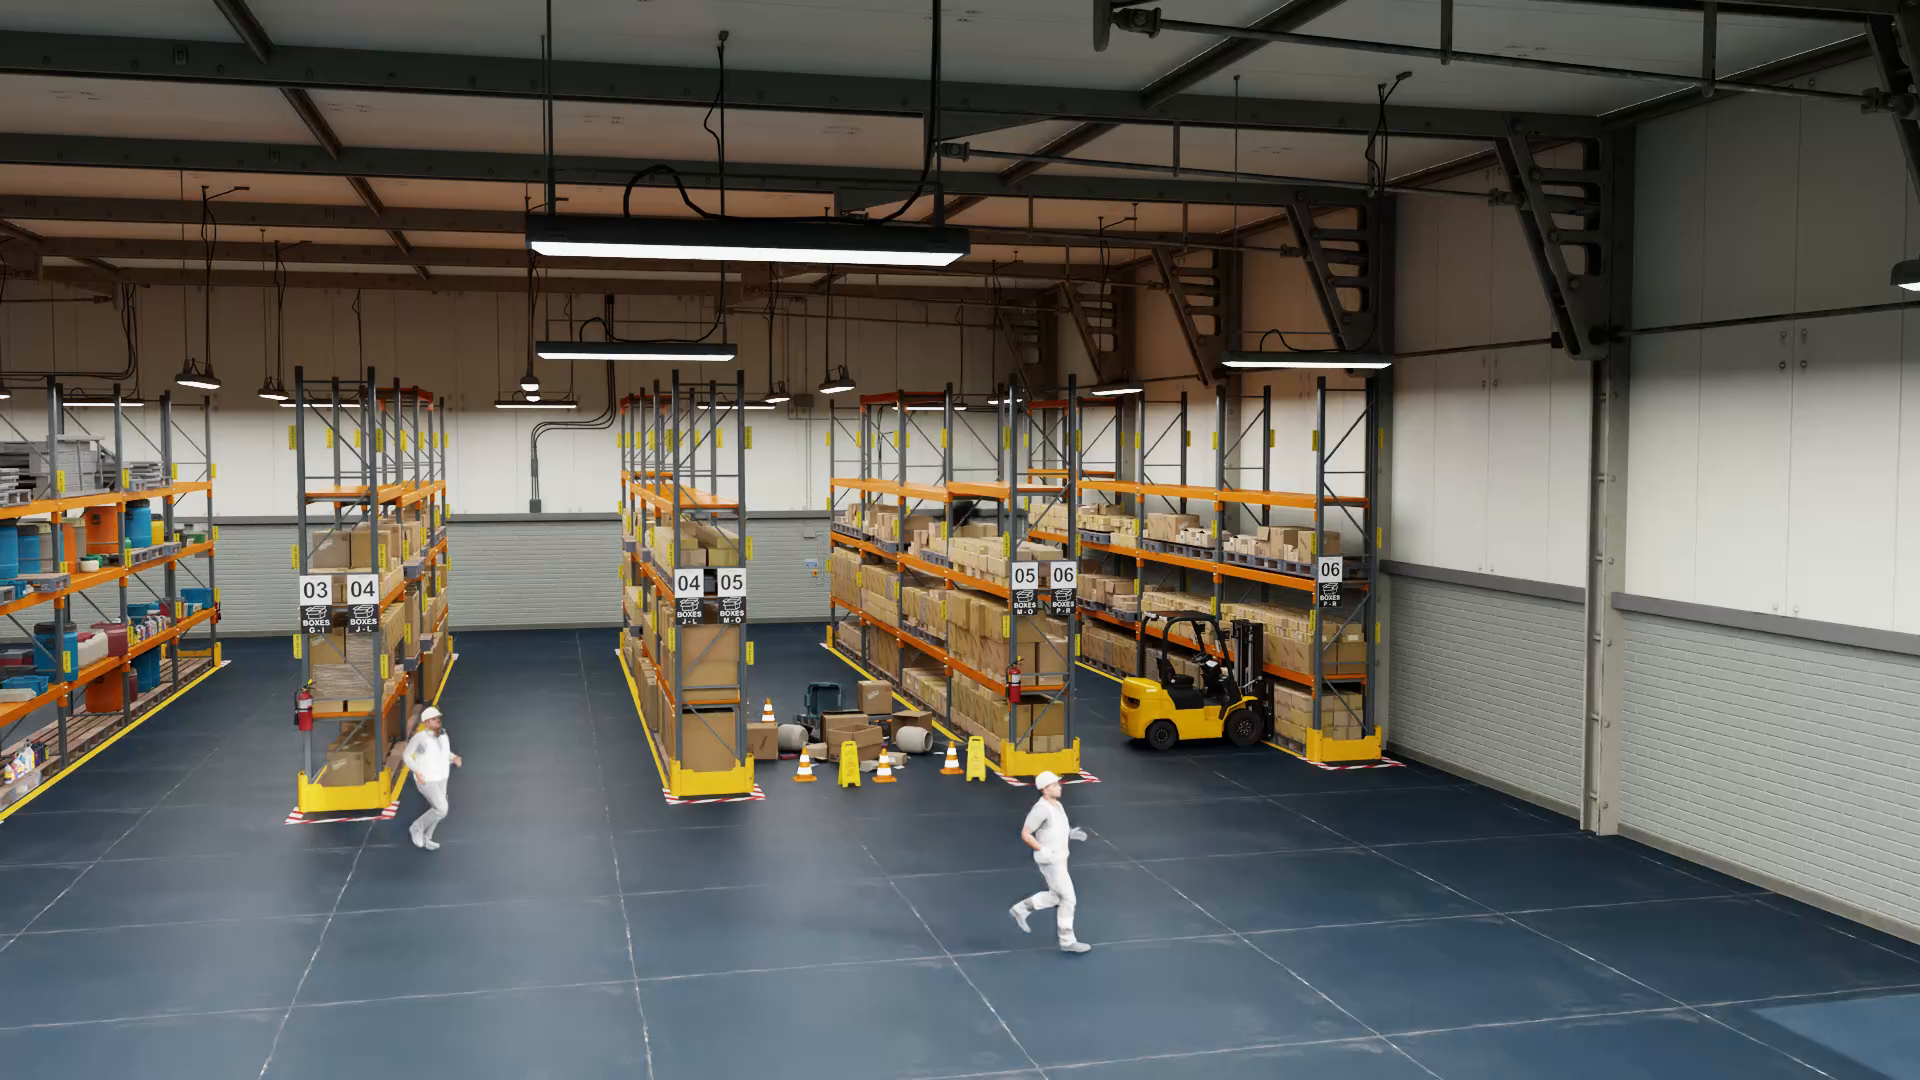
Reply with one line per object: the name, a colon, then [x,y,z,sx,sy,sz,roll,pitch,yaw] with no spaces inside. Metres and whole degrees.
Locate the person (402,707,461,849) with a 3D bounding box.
person: [-6.401,2.915,20.352,0.581,1.740,0.645,1,4,23]

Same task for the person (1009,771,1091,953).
person: [0.872,3.147,16.345,0.868,1.760,0.669,1,4,20]
